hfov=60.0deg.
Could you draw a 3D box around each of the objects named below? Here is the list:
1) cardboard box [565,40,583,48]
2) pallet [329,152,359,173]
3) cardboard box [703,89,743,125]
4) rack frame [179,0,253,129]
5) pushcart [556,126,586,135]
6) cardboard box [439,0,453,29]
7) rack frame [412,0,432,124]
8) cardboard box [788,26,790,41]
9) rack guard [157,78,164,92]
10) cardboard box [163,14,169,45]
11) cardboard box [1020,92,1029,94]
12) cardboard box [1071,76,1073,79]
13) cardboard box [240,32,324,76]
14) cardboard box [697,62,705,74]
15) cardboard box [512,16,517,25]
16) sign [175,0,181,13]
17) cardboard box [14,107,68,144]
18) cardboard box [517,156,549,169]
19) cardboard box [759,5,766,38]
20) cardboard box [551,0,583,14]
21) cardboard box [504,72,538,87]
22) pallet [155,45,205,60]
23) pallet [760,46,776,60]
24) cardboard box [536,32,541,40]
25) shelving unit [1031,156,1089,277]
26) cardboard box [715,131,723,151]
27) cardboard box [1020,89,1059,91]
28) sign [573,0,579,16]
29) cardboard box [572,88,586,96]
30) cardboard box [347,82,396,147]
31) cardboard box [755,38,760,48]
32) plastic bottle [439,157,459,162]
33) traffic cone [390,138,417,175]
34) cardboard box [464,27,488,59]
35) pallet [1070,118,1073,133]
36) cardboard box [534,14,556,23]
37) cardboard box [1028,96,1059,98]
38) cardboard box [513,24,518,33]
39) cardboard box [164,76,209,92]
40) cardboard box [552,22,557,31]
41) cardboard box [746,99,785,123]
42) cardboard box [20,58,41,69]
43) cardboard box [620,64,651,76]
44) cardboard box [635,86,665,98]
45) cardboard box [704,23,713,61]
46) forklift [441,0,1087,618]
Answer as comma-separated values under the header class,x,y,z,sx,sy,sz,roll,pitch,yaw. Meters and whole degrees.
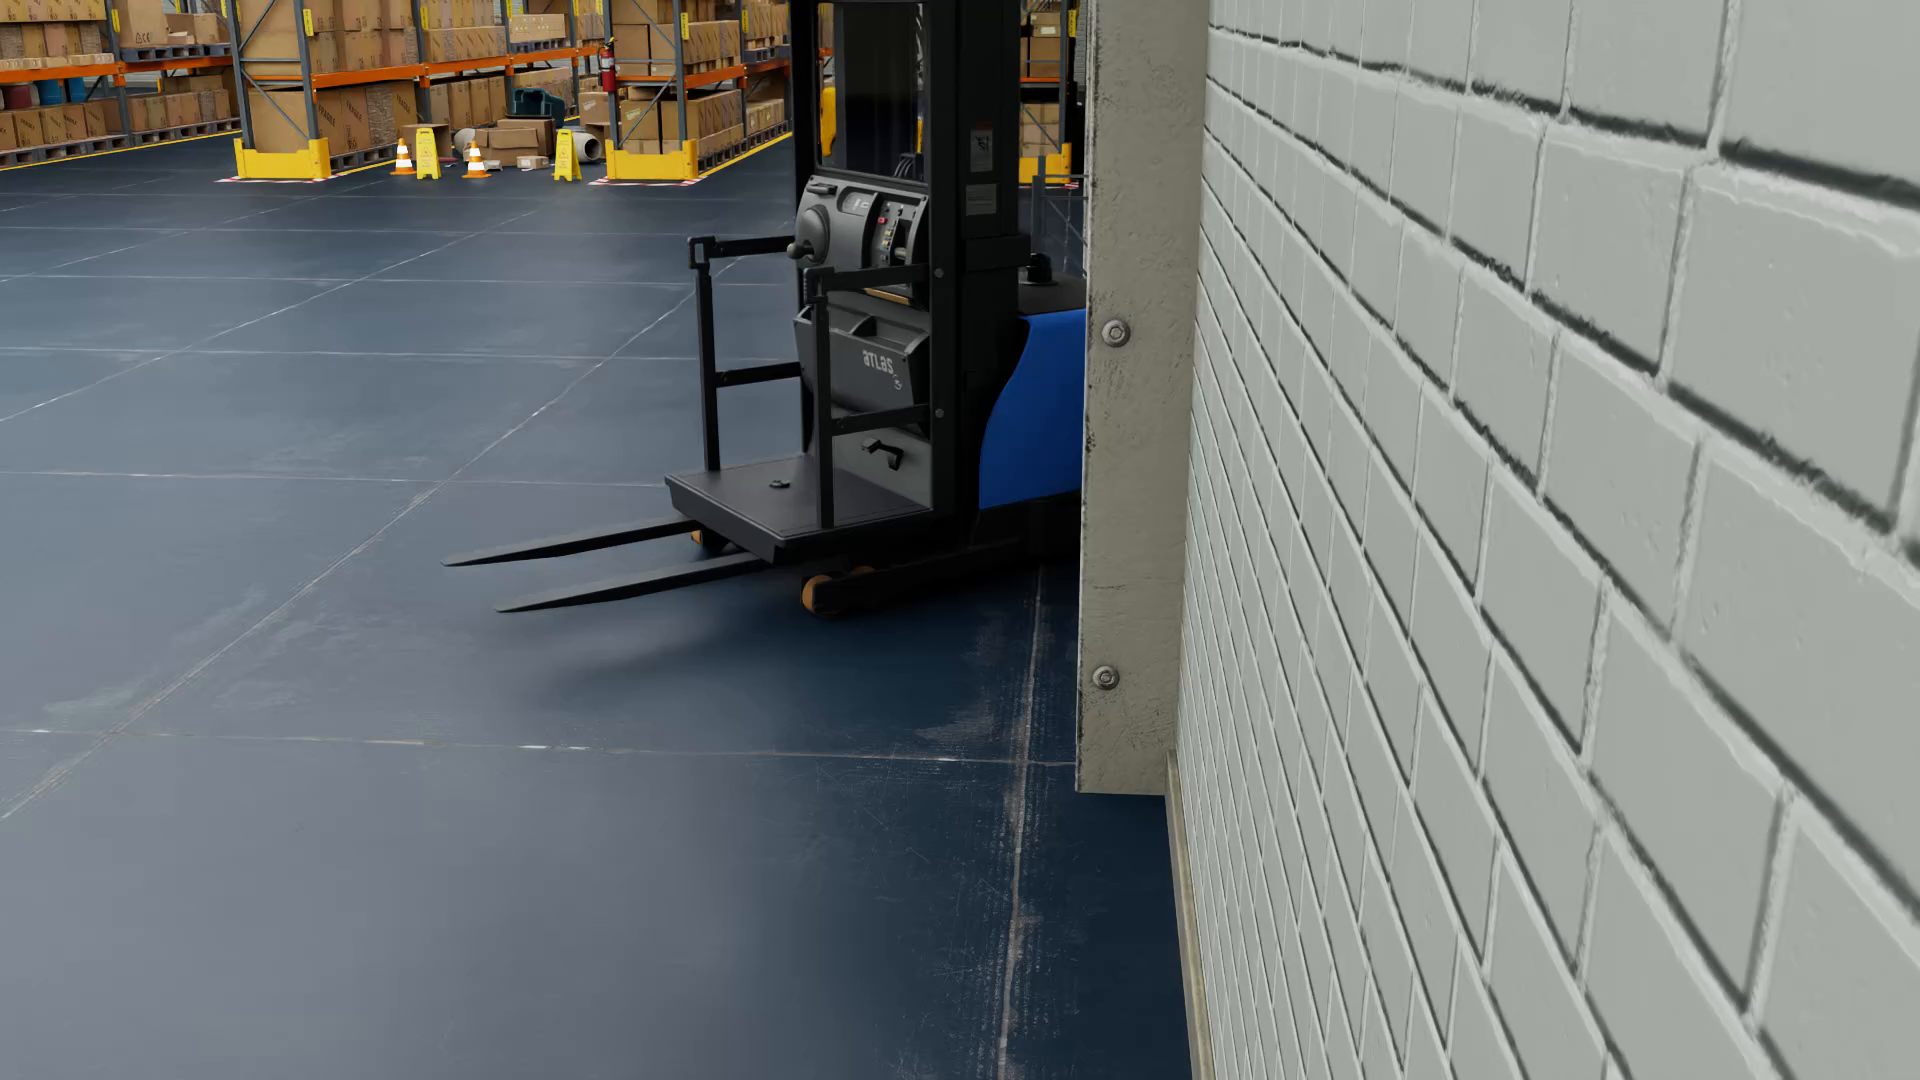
class,x,y,z,sx,sy,sz,roll,pitch,yaw
cardboard box,-7.827,-9.985,33.483,0.380,0.149,0.250,2,18,6
pallet,-9.054,-5.222,23.021,1.003,0.211,1.213,1,18,4
cardboard box,-3.577,-6.520,25.041,0.500,0.500,0.500,1,18,3
rack frame,-13.400,-8.924,29.840,1.000,3.000,0.127,1,18,4
pushcart,-6.080,-6.250,25.890,1.648,0.377,0.936,-5,19,-15
cardboard box,-8.646,-8.533,26.882,0.700,0.500,0.500,1,18,4
rack frame,-8.747,-7.540,25.615,1.000,3.000,0.127,1,18,4
cardboard box,-3.233,-9.021,29.574,0.500,0.250,0.500,1,18,4
rack guard,-17.778,-10.339,38.173,1.175,0.500,0.348,1,18,4
cardboard box,-13.655,-8.471,27.617,0.797,0.503,0.637,3,18,10
cardboard box,0.755,-6.417,24.325,0.500,0.250,0.500,1,18,4
cardboard box,1.933,-8.632,31.247,0.380,0.149,0.250,2,18,5
cardboard box,-9.052,-6.485,22.155,0.875,0.550,0.550,1,18,4
cardboard box,-3.690,-6.437,22.653,0.380,0.149,0.250,2,18,5
cardboard box,-8.217,-9.367,29.967,0.380,0.149,0.250,1,18,2
sign,-13.954,-9.486,29.695,0.100,0.325,0.005,1,18,4
cardboard box,-13.755,-6.197,24.859,0.500,0.500,0.500,0,18,-1
cardboard box,-6.010,-5.315,23.406,0.380,0.149,0.250,12,22,32
cardboard box,-3.398,-8.297,26.614,0.500,0.500,0.500,1,18,4
cardboard box,-7.898,-10.823,33.392,0.500,0.500,0.500,2,18,5
cardboard box,-8.133,-8.516,30.731,0.500,0.250,0.500,1,18,3
pallet,-13.501,-8.217,27.991,1.003,0.211,1.213,1,18,4
pallet,-3.617,-7.996,27.316,1.003,0.211,1.213,1,18,4
cardboard box,-8.114,-9.489,31.294,0.380,0.149,0.250,1,18,2
shelving unit,0.626,-1.165,8.569,0.538,1.500,1.048,1,18,4
cardboard box,-3.685,-5.683,23.692,0.500,0.250,0.500,3,18,8
cardboard box,1.290,-7.059,27.287,0.875,0.625,0.625,1,18,2
sign,-7.619,-10.563,32.983,0.100,0.325,0.005,1,18,4
cardboard box,-7.828,-9.116,33.852,0.380,0.149,0.250,2,18,6
cardboard box,-8.923,-6.256,24.435,0.875,0.875,0.875,1,18,4
cardboard box,-3.417,-7.951,26.601,0.380,0.149,0.250,2,18,5
plastic bottle,-7.456,-5.552,24.269,0.283,0.061,0.133,-5,19,-15
traffic cone,-7.579,-5.225,22.626,0.336,0.463,0.334,1,18,4
cardboard box,-8.298,-8.373,27.999,0.500,0.500,0.500,1,18,3
pallet,1.527,-7.499,29.970,1.003,0.211,1.213,1,18,4
cardboard box,-8.046,-10.094,32.186,0.380,0.149,0.250,1,18,2
cardboard box,1.208,-6.091,23.330,0.500,0.250,0.500,1,18,3
cardboard box,-8.208,-9.233,30.036,0.380,0.149,0.250,2,18,7
cardboard box,-13.446,-7.928,28.904,0.500,0.250,0.500,3,18,10
cardboard box,-8.043,-9.959,32.250,0.380,0.149,0.250,2,18,6
cardboard box,-3.566,-7.478,28.974,0.950,0.372,0.625,0,18,0
cardboard box,-13.511,-6.867,23.966,0.380,0.149,0.250,1,18,4
cardboard box,-4.276,-6.220,21.991,0.380,0.149,0.250,2,18,6
cardboard box,-4.311,-6.224,23.095,0.380,0.149,0.250,2,18,5
cardboard box,-3.709,-6.867,22.925,0.500,0.500,0.500,1,18,3
forklift,-0.576,-1.275,6.608,3.031,2.935,1.130,-12,22,-32
